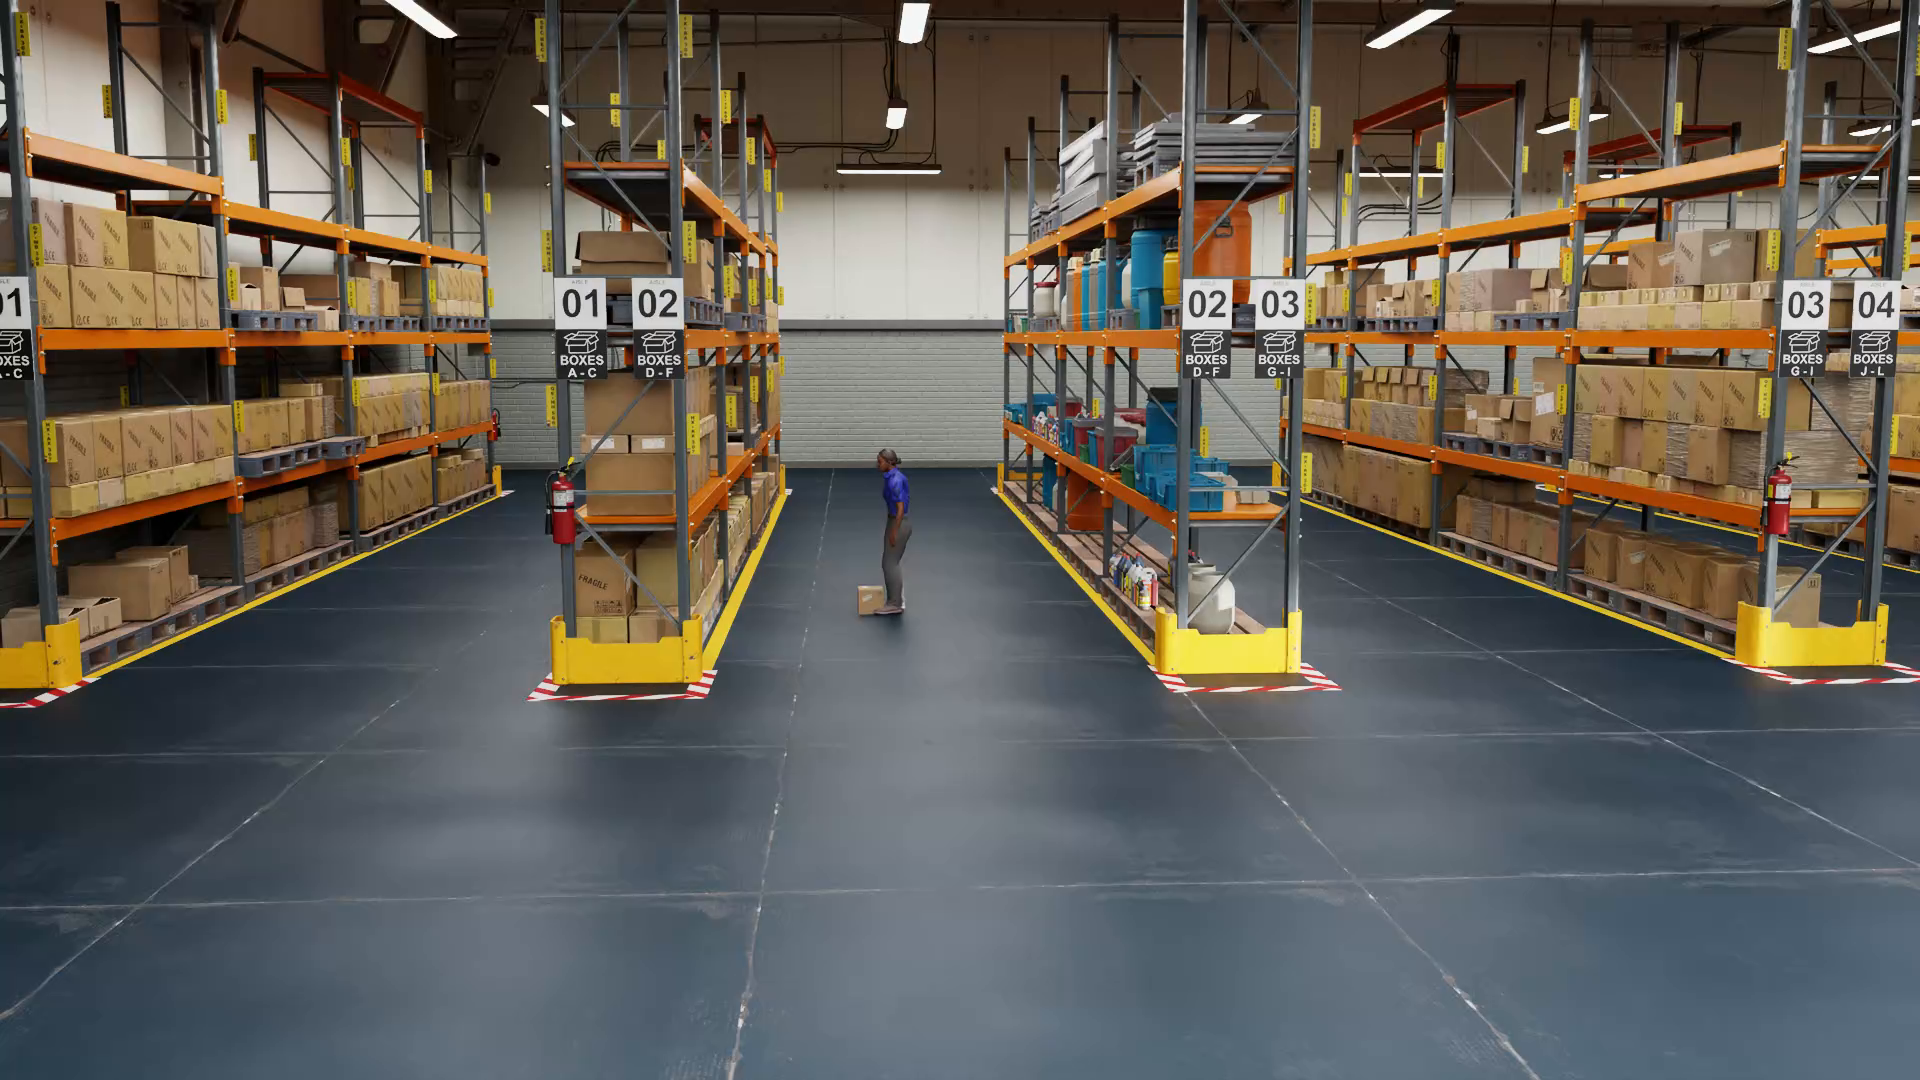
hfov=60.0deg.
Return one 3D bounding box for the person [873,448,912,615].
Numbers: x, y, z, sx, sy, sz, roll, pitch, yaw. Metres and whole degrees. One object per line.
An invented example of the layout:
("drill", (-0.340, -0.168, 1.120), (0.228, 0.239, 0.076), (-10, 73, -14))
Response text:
("person", (-0.686, -0.098, 16.572), (0.400, 1.655, 0.532), (-1, 7, -7))
